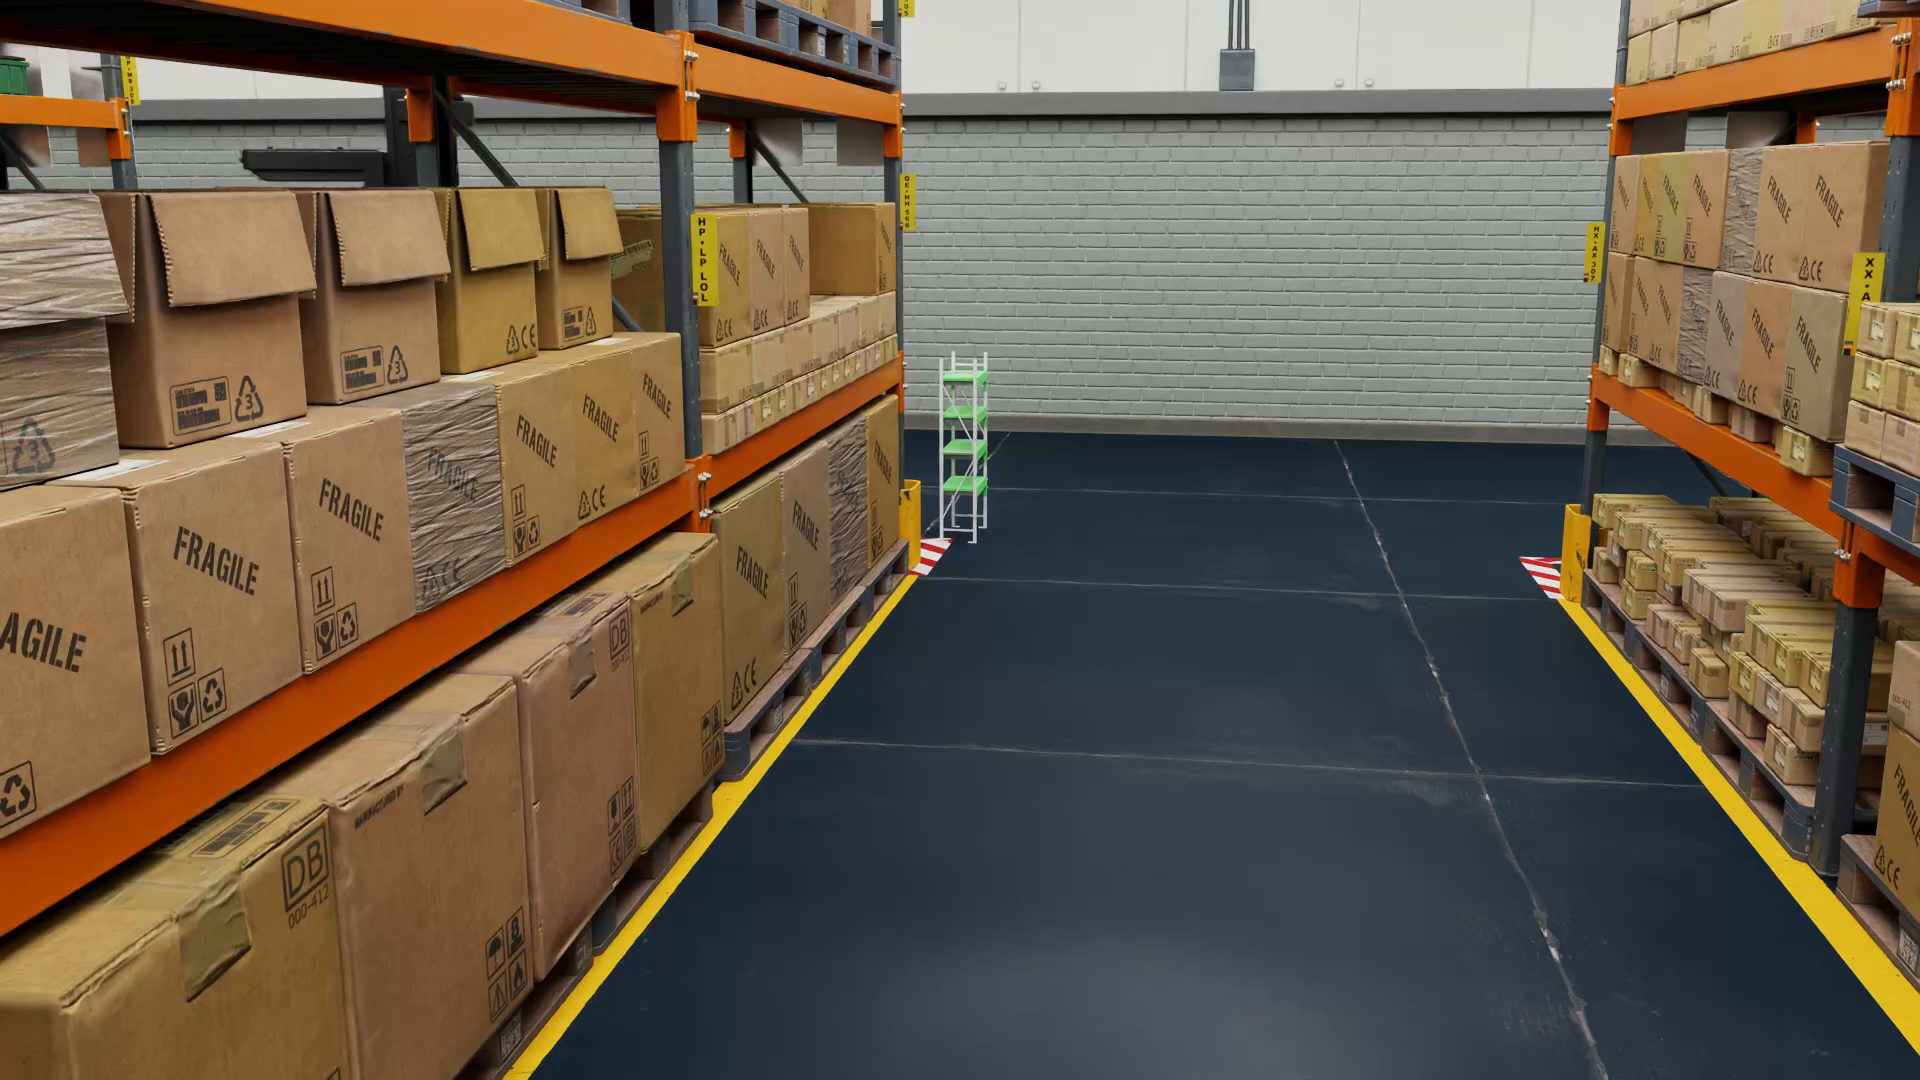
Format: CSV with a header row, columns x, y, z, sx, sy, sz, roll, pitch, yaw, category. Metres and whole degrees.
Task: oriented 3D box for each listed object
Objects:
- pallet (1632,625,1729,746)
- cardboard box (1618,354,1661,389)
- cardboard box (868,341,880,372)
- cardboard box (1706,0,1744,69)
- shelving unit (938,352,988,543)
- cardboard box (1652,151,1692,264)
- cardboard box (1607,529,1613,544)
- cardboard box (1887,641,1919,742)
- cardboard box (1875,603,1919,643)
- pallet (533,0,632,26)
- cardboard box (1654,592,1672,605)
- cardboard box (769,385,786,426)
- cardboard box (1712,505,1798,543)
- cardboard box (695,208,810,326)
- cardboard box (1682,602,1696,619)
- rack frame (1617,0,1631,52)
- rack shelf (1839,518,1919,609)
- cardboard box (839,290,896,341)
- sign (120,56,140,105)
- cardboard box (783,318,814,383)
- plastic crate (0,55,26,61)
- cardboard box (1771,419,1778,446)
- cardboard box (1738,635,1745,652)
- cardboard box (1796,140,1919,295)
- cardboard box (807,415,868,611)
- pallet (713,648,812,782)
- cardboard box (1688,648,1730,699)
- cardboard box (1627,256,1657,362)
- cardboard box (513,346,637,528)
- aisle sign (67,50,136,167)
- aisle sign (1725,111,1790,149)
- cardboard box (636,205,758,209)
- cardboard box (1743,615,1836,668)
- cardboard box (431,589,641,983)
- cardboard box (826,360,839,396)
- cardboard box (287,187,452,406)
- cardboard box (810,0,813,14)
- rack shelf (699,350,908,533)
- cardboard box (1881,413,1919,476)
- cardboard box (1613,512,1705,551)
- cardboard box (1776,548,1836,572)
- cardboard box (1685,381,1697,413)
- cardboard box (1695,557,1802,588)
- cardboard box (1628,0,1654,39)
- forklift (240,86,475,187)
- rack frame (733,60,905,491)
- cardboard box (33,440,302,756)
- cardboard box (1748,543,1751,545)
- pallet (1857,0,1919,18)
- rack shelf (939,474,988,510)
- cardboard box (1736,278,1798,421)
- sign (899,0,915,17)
x,y,z,sx,sy,sz,roll,pitch,yaw,category
3.680,0.655,7.454,1.003,0.211,1.213,2,12,9,pallet
3.575,-0.857,8.447,0.380,0.149,0.250,2,12,7,cardboard box
-0.652,-1.013,9.169,0.380,0.149,0.250,2,12,9,cardboard box
3.478,-2.129,6.988,0.500,0.250,0.500,2,12,8,cardboard box
0.025,-0.621,11.027,0.258,1.200,0.503,2,12,9,shelving unit
3.537,-1.531,7.660,0.500,0.500,0.500,2,12,7,cardboard box
3.707,-0.002,8.945,0.380,0.149,0.250,2,12,11,cardboard box
3.051,0.483,4.790,0.500,0.250,0.500,1,12,6,cardboard box
3.792,0.355,6.584,0.380,0.149,0.250,2,12,7,cardboard box
-1.552,-1.675,4.979,0.805,0.209,1.217,1,12,6,pallet
3.561,0.357,7.989,0.380,0.149,0.250,2,12,9,cardboard box
-0.966,-0.587,7.192,0.380,0.149,0.250,2,12,7,cardboard box
4.115,-0.079,8.598,0.380,0.149,0.250,2,12,10,cardboard box
-0.974,-1.235,7.475,0.500,0.500,0.500,1,12,7,cardboard box
3.564,0.273,7.669,0.380,0.149,0.250,3,12,12,cardboard box
4.041,-4.078,8.556,1.000,3.000,0.127,2,12,9,rack frame
3.118,0.455,3.468,1.077,0.370,4.000,2,12,9,rack shelf
-0.656,-1.290,9.508,0.500,0.250,0.500,2,12,8,cardboard box
-5.192,-2.888,10.404,0.100,0.325,0.005,2,12,9,sign
-0.973,-0.867,7.547,0.500,0.250,0.500,2,12,10,cardboard box
-6.073,-2.819,10.144,0.497,0.269,0.590,2,12,9,plastic crate
3.378,-0.419,6.415,0.380,0.149,0.250,2,12,7,cardboard box
3.349,0.492,6.653,0.380,0.149,0.250,2,12,9,cardboard box
3.231,-1.102,5.672,0.500,0.500,0.500,1,12,7,cardboard box
-1.003,-0.168,8.702,0.875,0.875,0.875,2,12,9,cardboard box
-1.265,0.713,7.184,1.003,0.211,1.213,2,12,9,pallet
3.309,0.568,7.010,0.380,0.149,0.250,2,12,9,cardboard box
3.642,-1.143,8.233,0.500,0.500,0.500,2,12,9,cardboard box
-1.344,-0.334,5.187,0.500,0.500,0.500,2,12,10,cardboard box
-5.438,-2.764,10.528,0.394,0.787,0.004,2,12,9,aisle sign
4.349,-2.422,8.940,0.394,0.787,0.004,2,12,9,aisle sign
-1.335,-1.462,8.529,0.500,0.500,0.500,2,12,7,cardboard box
3.255,0.396,6.395,0.380,0.149,0.250,2,12,8,cardboard box
-1.675,0.659,4.863,1.225,0.875,0.875,1,12,7,cardboard box
-0.809,-0.801,8.188,0.380,0.149,0.250,2,12,10,cardboard box
-1.747,-0.628,4.169,0.797,0.503,0.637,2,12,10,cardboard box
-1.108,-2.764,8.108,0.700,0.500,0.500,1,12,5,cardboard box
-1.152,-0.559,8.175,1.077,0.370,4.000,2,12,9,rack shelf
2.874,-0.270,4.727,0.380,0.149,0.250,2,12,10,cardboard box
3.536,-0.040,8.418,0.380,0.149,0.250,2,12,8,cardboard box
3.962,0.140,7.582,0.380,0.149,0.250,1,12,7,cardboard box
3.478,-0.639,7.436,0.380,0.149,0.250,2,12,11,cardboard box
3.498,0.180,7.395,0.380,0.149,0.250,2,12,9,cardboard box
3.715,-2.698,8.441,0.500,0.250,0.500,2,12,10,cardboard box
-3.825,-1.369,10.390,3.031,2.935,1.130,-3,13,-15,forklift
-0.844,-1.327,10.031,1.000,3.000,0.127,2,12,9,rack frame
-1.654,0.090,3.221,0.500,0.500,0.500,2,12,7,cardboard box
4.149,0.069,8.616,0.380,0.149,0.250,2,12,7,cardboard box
3.226,-1.562,4.448,1.213,0.211,1.003,2,12,9,pallet
0.025,-0.324,11.091,0.258,0.148,0.480,2,12,9,rack shelf
3.302,-0.725,6.294,0.500,0.500,0.500,2,12,7,cardboard box
-0.310,-3.167,9.535,0.100,0.325,0.005,2,12,9,sign
